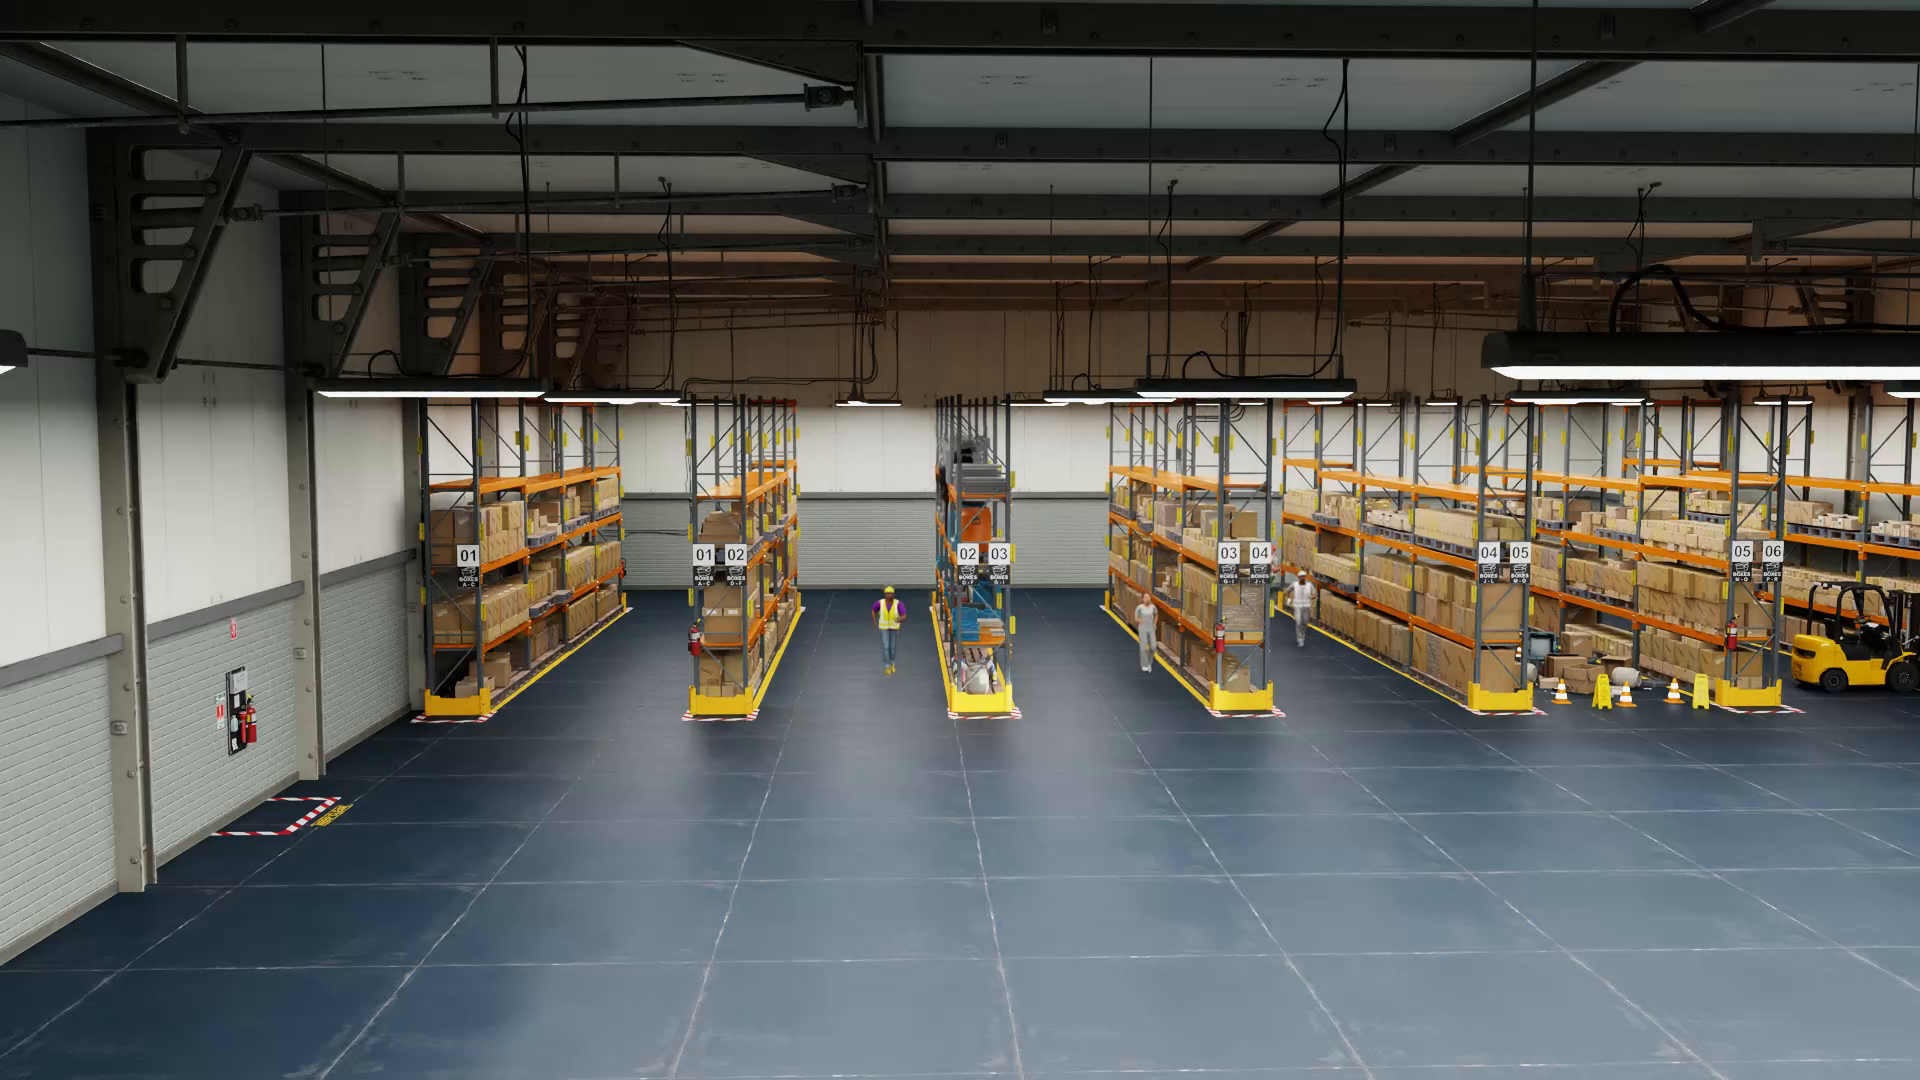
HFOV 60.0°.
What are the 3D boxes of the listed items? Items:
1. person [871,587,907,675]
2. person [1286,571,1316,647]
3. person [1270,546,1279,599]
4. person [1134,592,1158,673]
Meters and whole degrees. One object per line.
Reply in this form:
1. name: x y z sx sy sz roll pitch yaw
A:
1. person: -1.453 1.864 34.212 0.718 1.823 0.850 0 5 -6
2. person: 8.275 1.634 40.252 0.688 1.781 0.974 0 4 0
3. person: 9.130 1.017 48.823 0.577 1.730 0.702 -2 5 -26
4. person: 3.881 1.913 34.375 0.544 1.680 0.607 -1 5 -7
